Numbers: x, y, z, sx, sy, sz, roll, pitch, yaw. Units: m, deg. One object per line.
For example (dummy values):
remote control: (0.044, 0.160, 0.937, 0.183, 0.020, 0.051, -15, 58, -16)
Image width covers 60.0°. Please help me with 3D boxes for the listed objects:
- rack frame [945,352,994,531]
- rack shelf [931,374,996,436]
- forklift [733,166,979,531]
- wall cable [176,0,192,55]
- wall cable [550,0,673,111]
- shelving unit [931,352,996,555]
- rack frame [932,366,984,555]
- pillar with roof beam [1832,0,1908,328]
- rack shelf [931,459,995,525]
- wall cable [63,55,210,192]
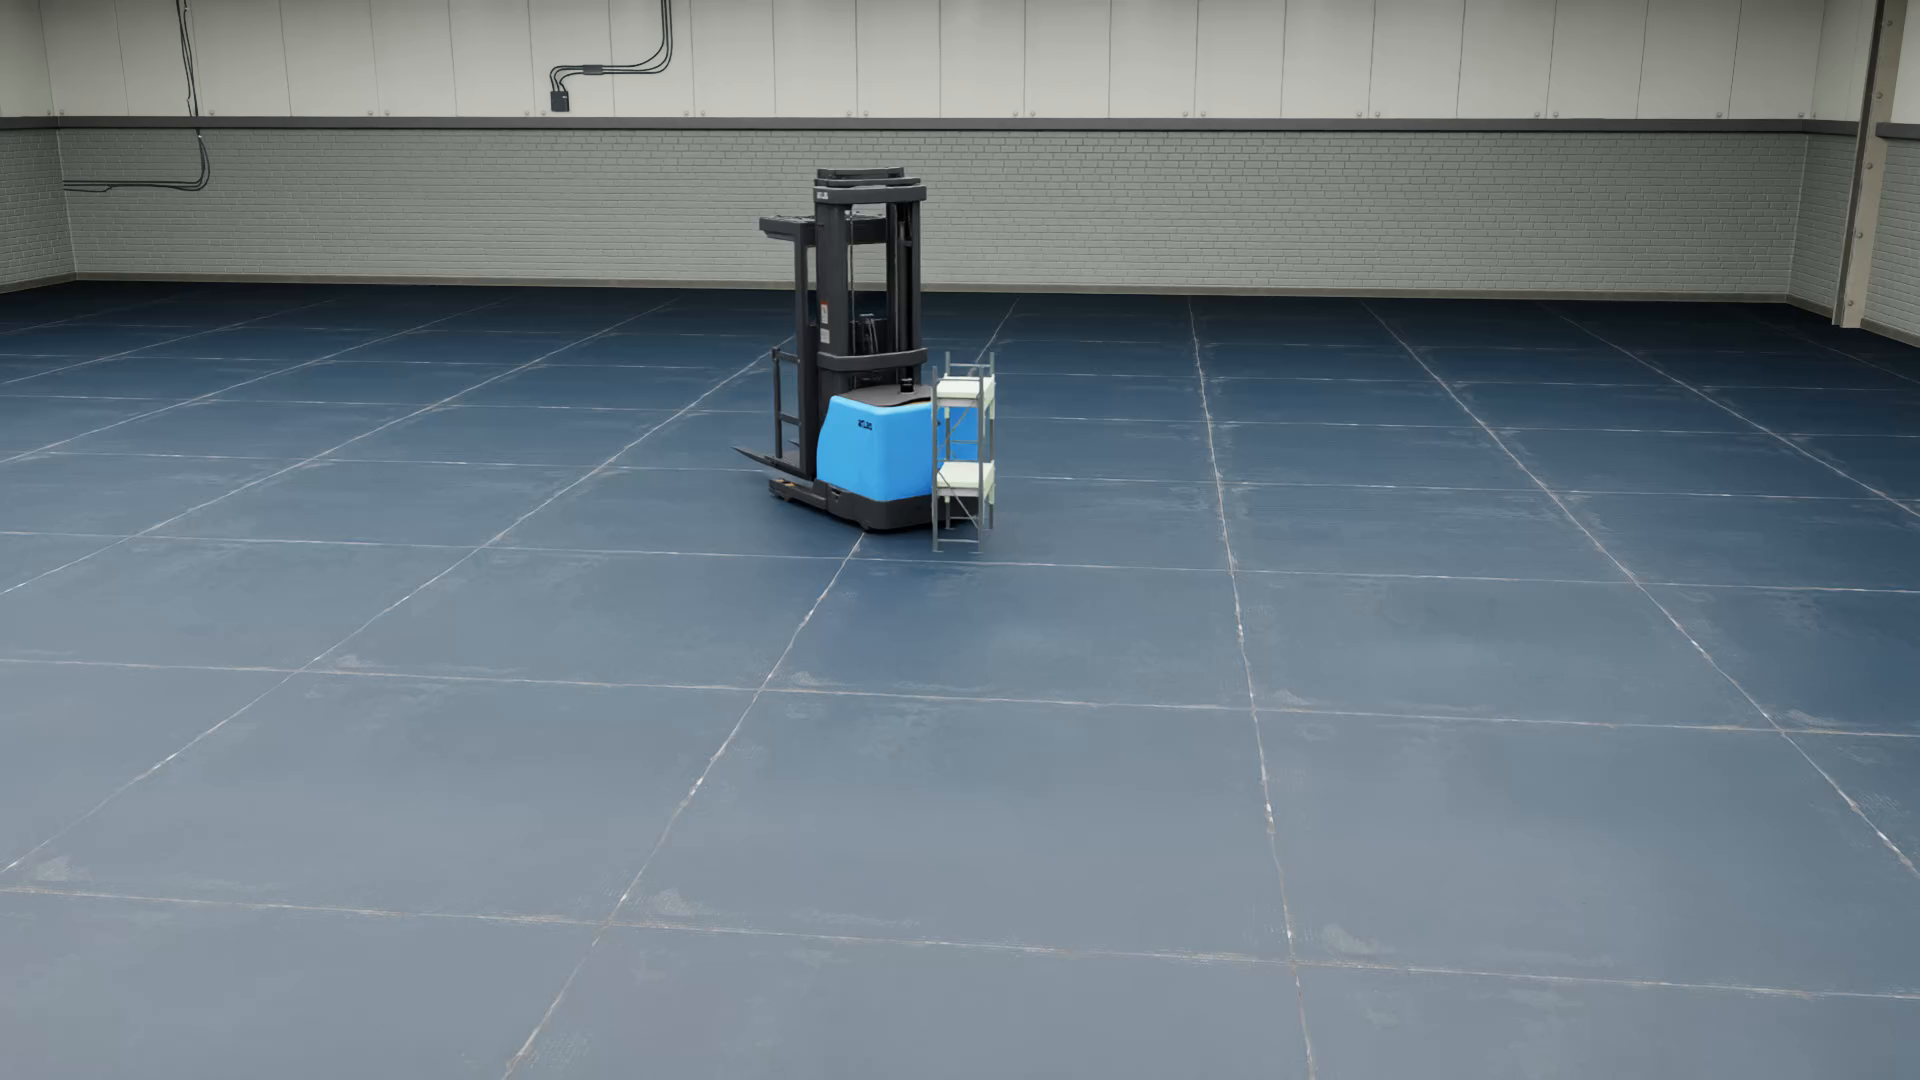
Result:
rack frame: (0.080, -0.806, 13.769, 0.400, 1.500, 0.023, 2, 15, 7)
rack shelf: (0.032, -1.088, 13.317, 0.431, 0.370, 0.720, 2, 15, 7)
forklift: (-1.074, -1.823, 14.789, 1.130, 2.935, 3.031, -10, 18, -33)
wall cable: (-13.061, -10.212, 30.463, 3.097, 2.526, 0.112, 2, 15, 6)
wall cable: (-6.318, -10.711, 29.518, 2.305, 6.003, 0.169, 2, 15, 6)
shelving unit: (0.032, -0.711, 13.419, 0.431, 1.500, 0.755, 2, 15, 7)
rack frame: (-0.016, -0.616, 13.069, 0.400, 1.500, 0.023, 2, 15, 7)
pillar with roof beam: (9.626, -7.827, 25.367, 9.100, 9.000, 0.400, 2, 15, 6)
rack shelf: (0.032, -0.396, 13.504, 0.431, 0.370, 0.720, 2, 15, 7)
wall cable: (-15.749, -7.854, 31.416, 3.097, 2.526, 0.112, 2, 15, 6)
